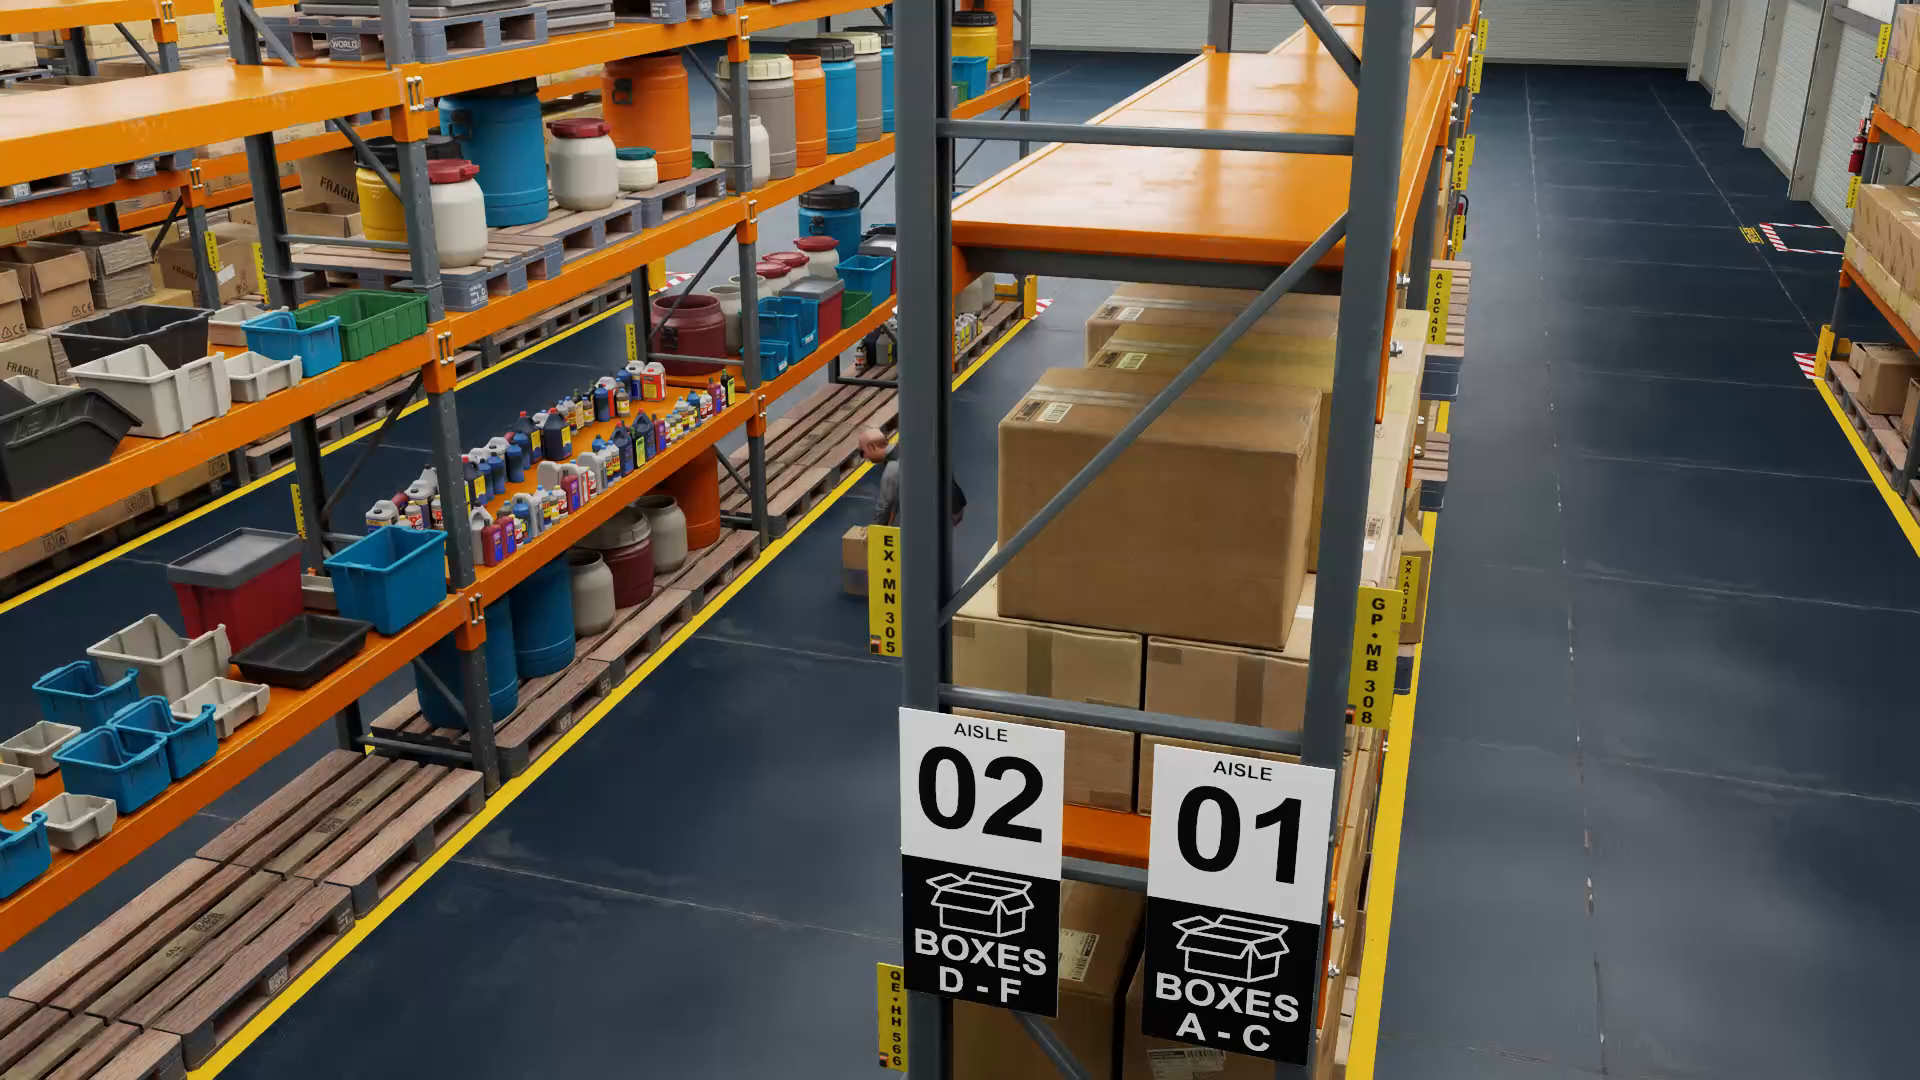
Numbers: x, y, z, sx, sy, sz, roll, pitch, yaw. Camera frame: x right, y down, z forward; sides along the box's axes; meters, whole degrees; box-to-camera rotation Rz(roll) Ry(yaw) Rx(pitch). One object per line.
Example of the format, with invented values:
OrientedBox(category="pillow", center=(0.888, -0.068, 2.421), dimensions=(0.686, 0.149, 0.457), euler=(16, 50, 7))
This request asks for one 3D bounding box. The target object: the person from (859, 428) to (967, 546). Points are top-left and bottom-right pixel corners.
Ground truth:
OrientedBox(category="person", center=(-0.357, -0.175, 12.148), dimensions=(0.767, 1.289, 0.588), euler=(6, 23, 16))
